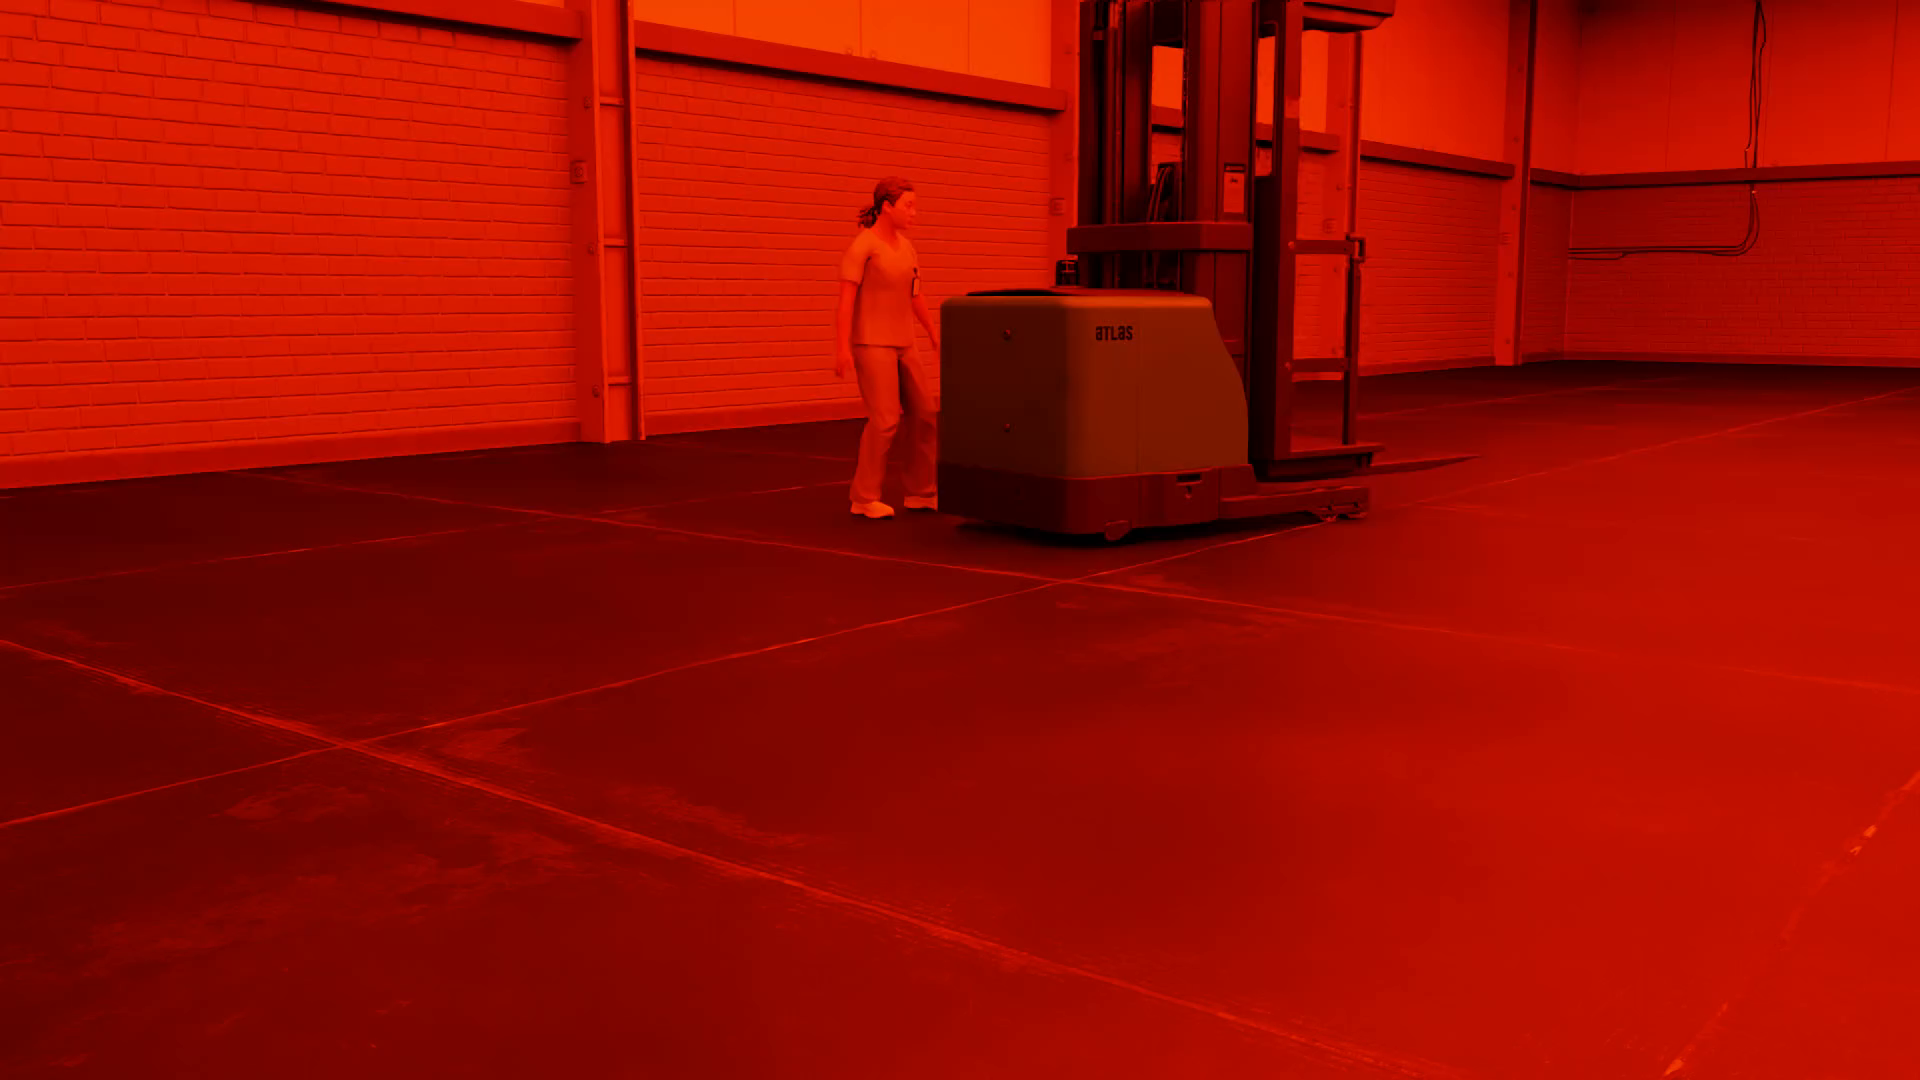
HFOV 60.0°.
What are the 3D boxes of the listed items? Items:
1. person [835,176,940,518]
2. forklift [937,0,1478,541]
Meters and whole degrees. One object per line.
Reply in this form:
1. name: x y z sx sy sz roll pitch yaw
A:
1. person: -0.332 -0.944 8.172 0.377 1.650 0.707 6 10 36
2. forklift: 1.378 -1.589 8.138 3.031 2.935 1.130 -6 10 -36
